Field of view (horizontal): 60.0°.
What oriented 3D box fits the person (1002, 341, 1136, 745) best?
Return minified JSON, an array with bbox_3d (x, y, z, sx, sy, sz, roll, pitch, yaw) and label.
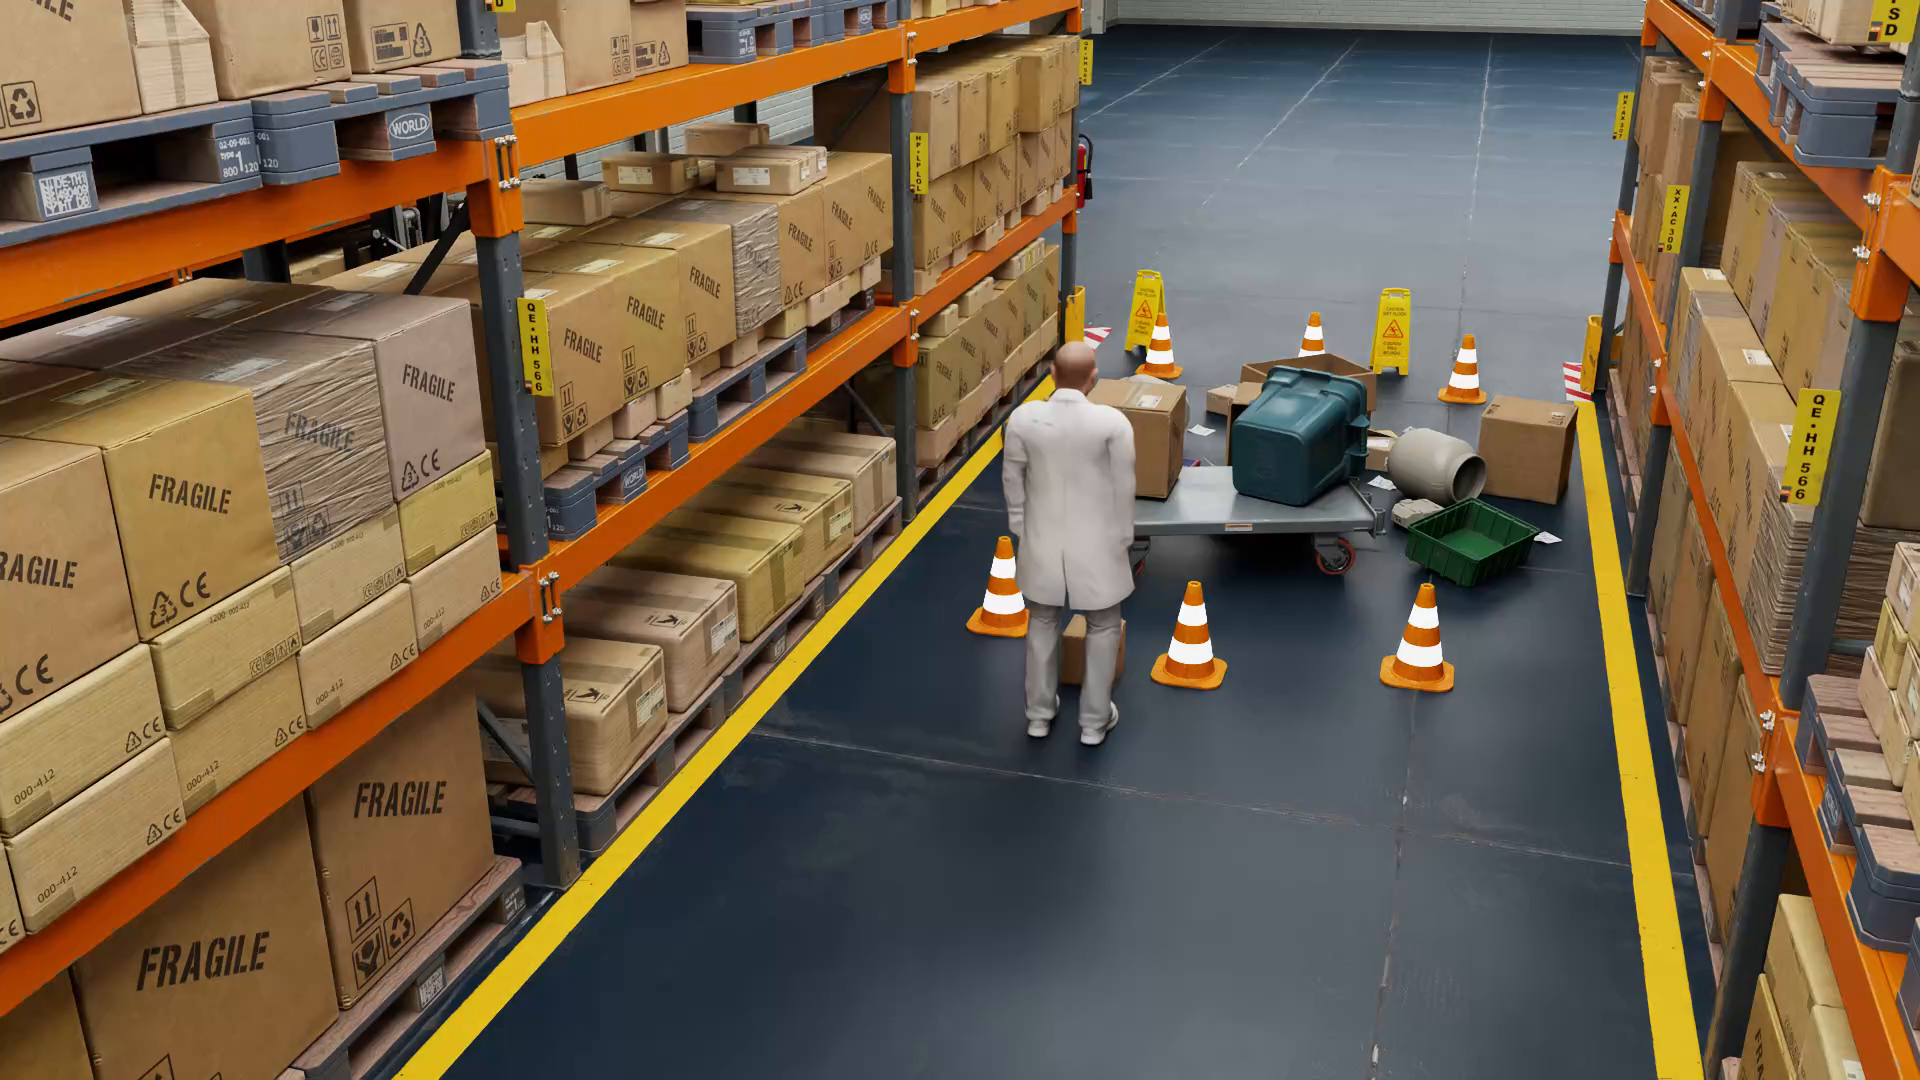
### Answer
[{"bbox_3d":[0.465,0.018,7.122,0.579,1.745,0.390,7,23,17],"label":"person"}]
